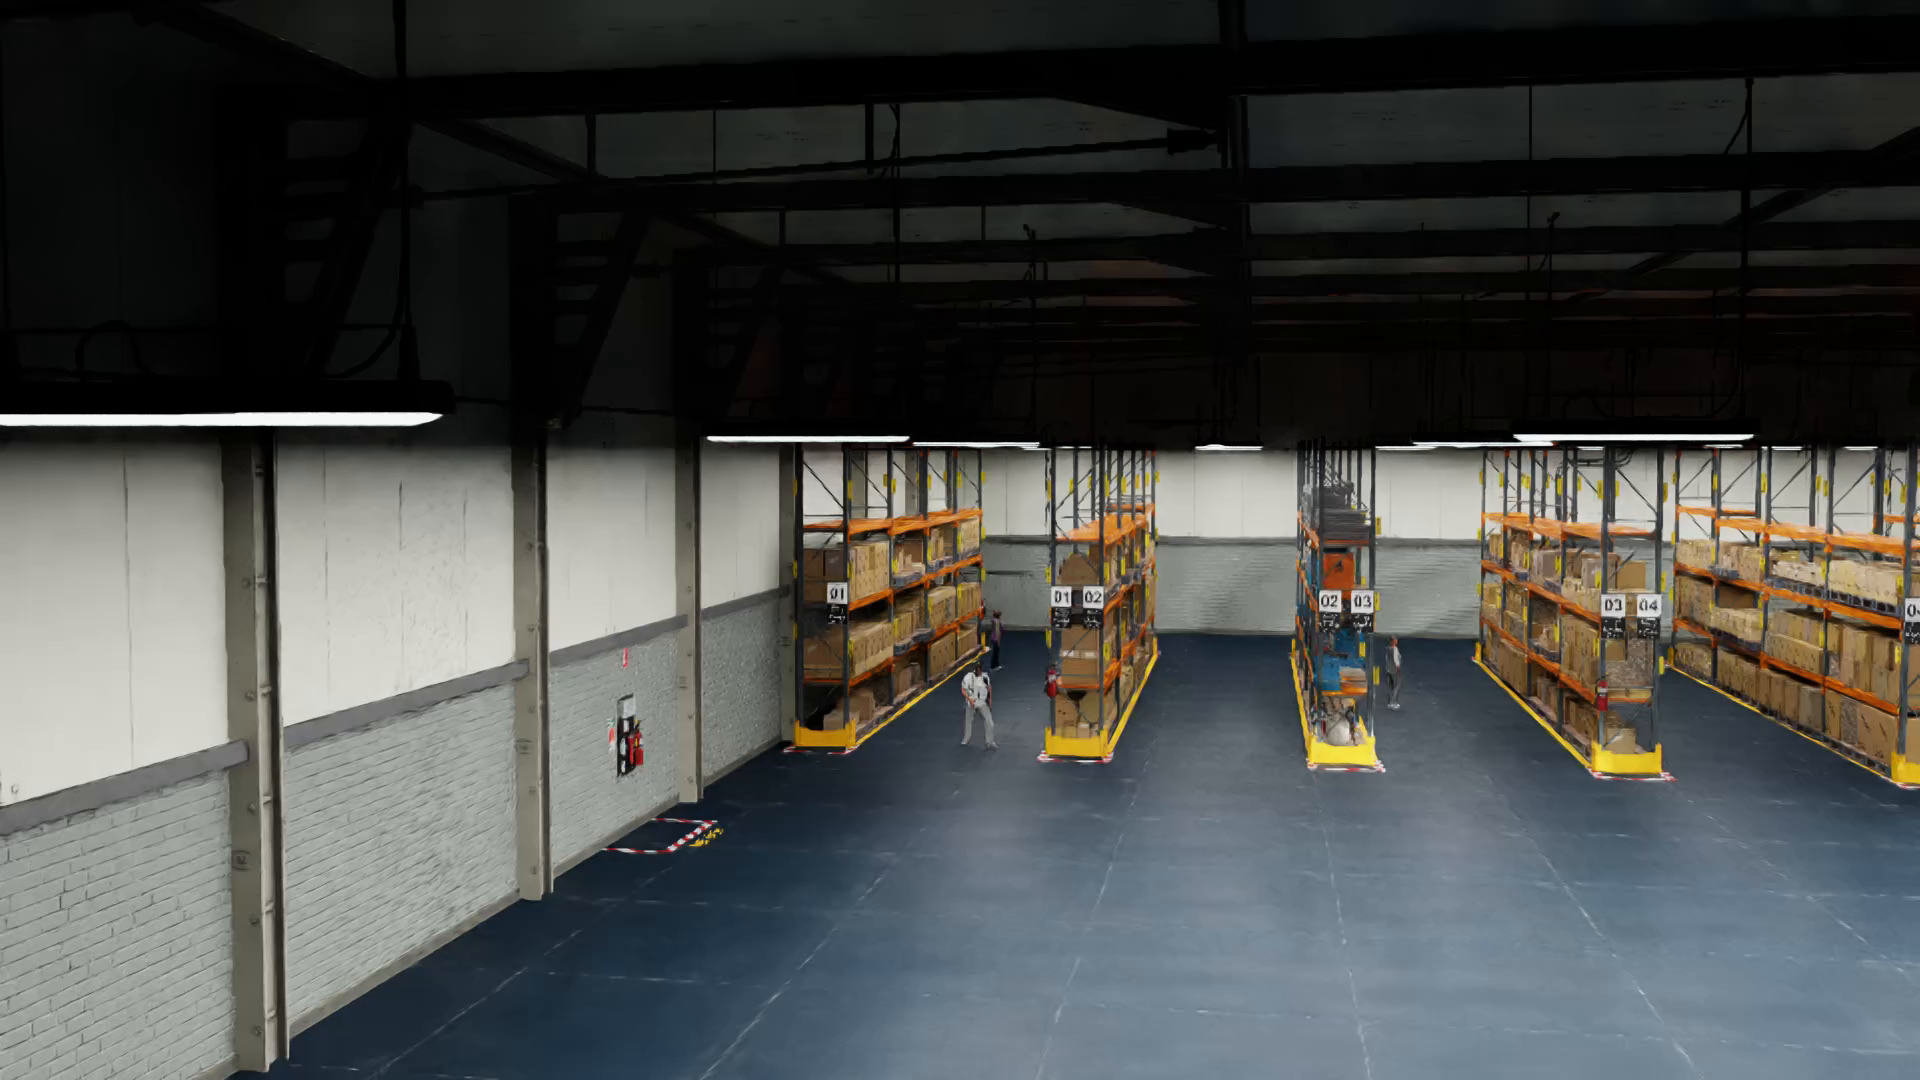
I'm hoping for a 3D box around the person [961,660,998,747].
[{"bbox_3d":[0.341,3.156,32.285,0.692,1.697,0.812,-1,3,-10],"label":"person"}]

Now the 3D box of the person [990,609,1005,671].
[{"bbox_3d":[0.980,2.612,43.444,0.422,1.601,0.499,0,3,-7],"label":"person"}]

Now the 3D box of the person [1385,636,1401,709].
[{"bbox_3d":[9.722,2.966,37.286,0.349,1.641,0.477,-1,3,-19],"label":"person"}]
